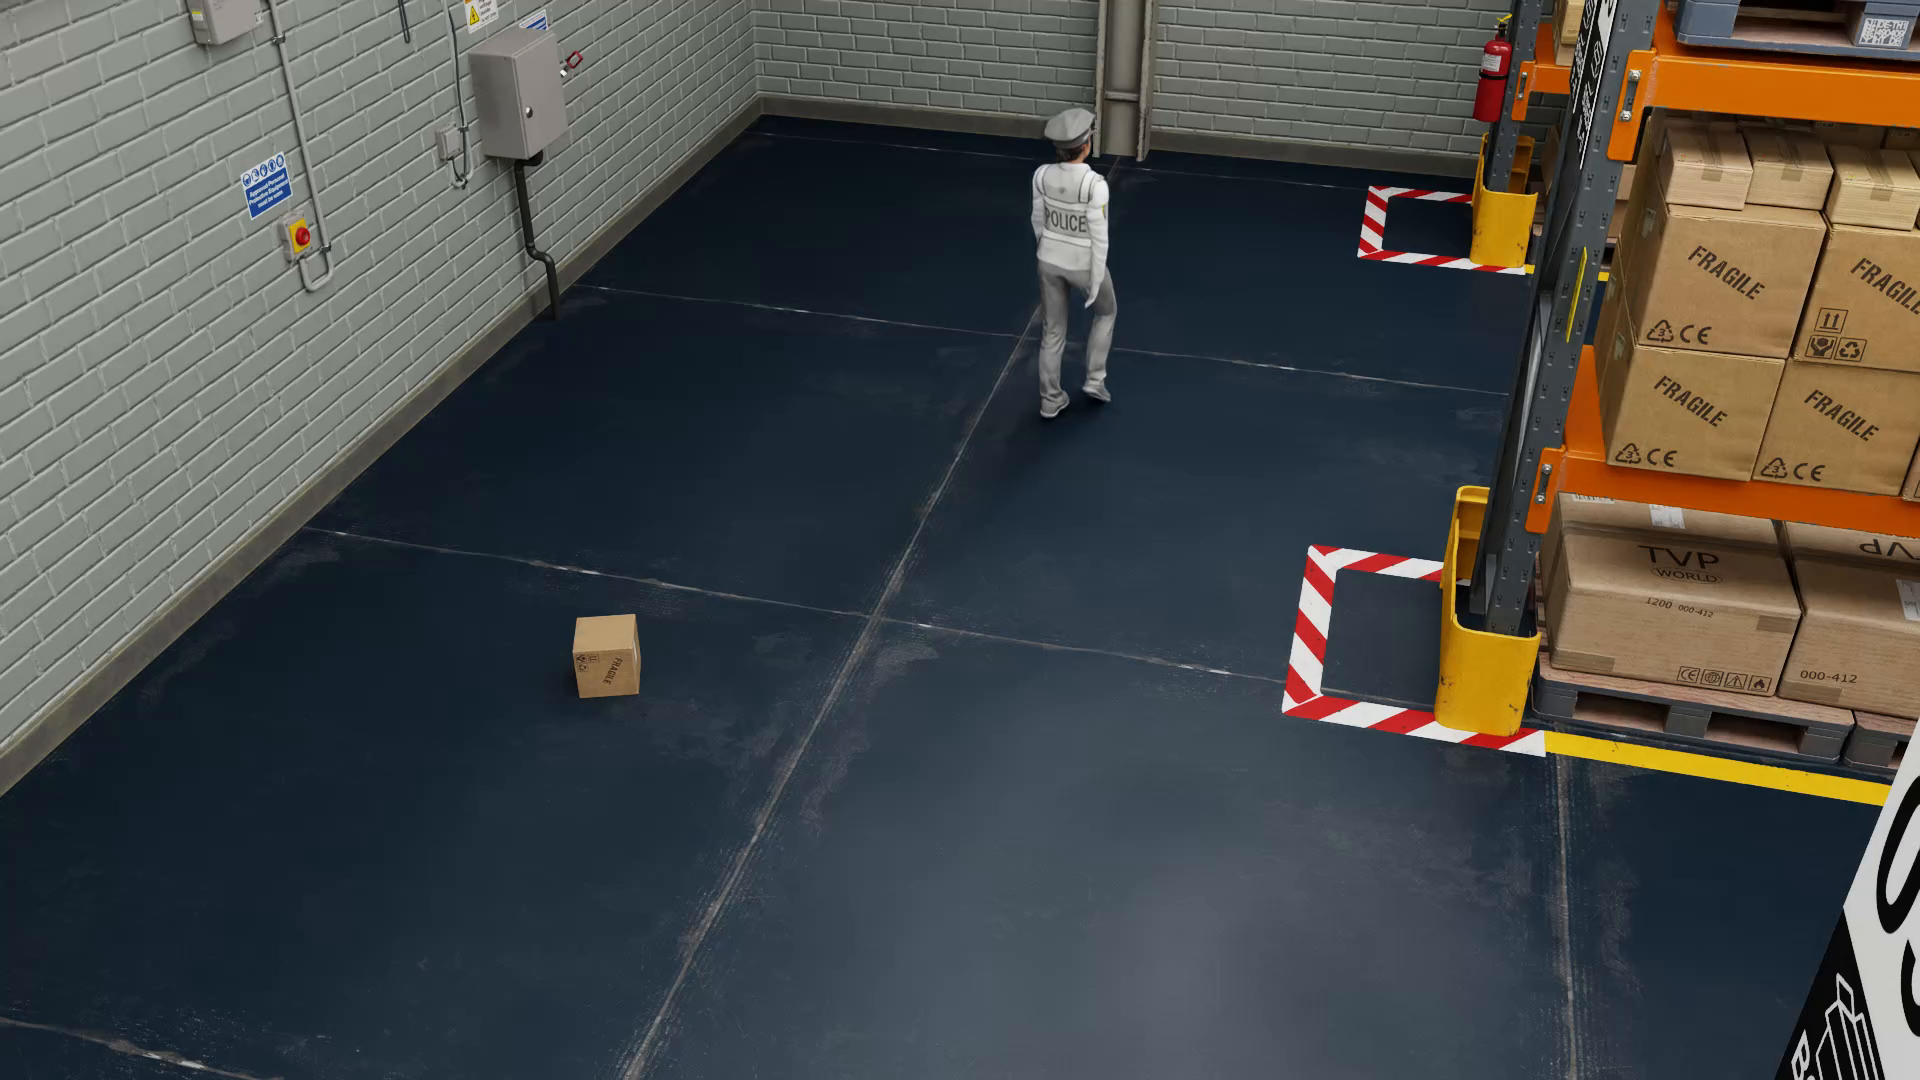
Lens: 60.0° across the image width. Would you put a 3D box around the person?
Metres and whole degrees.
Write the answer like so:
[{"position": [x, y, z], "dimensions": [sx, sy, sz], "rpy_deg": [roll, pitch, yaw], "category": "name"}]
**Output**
[{"position": [0.599, -1.446, 8.850], "dimensions": [0.489, 1.736, 0.499], "rpy_deg": [16, 36, 23], "category": "person"}]
